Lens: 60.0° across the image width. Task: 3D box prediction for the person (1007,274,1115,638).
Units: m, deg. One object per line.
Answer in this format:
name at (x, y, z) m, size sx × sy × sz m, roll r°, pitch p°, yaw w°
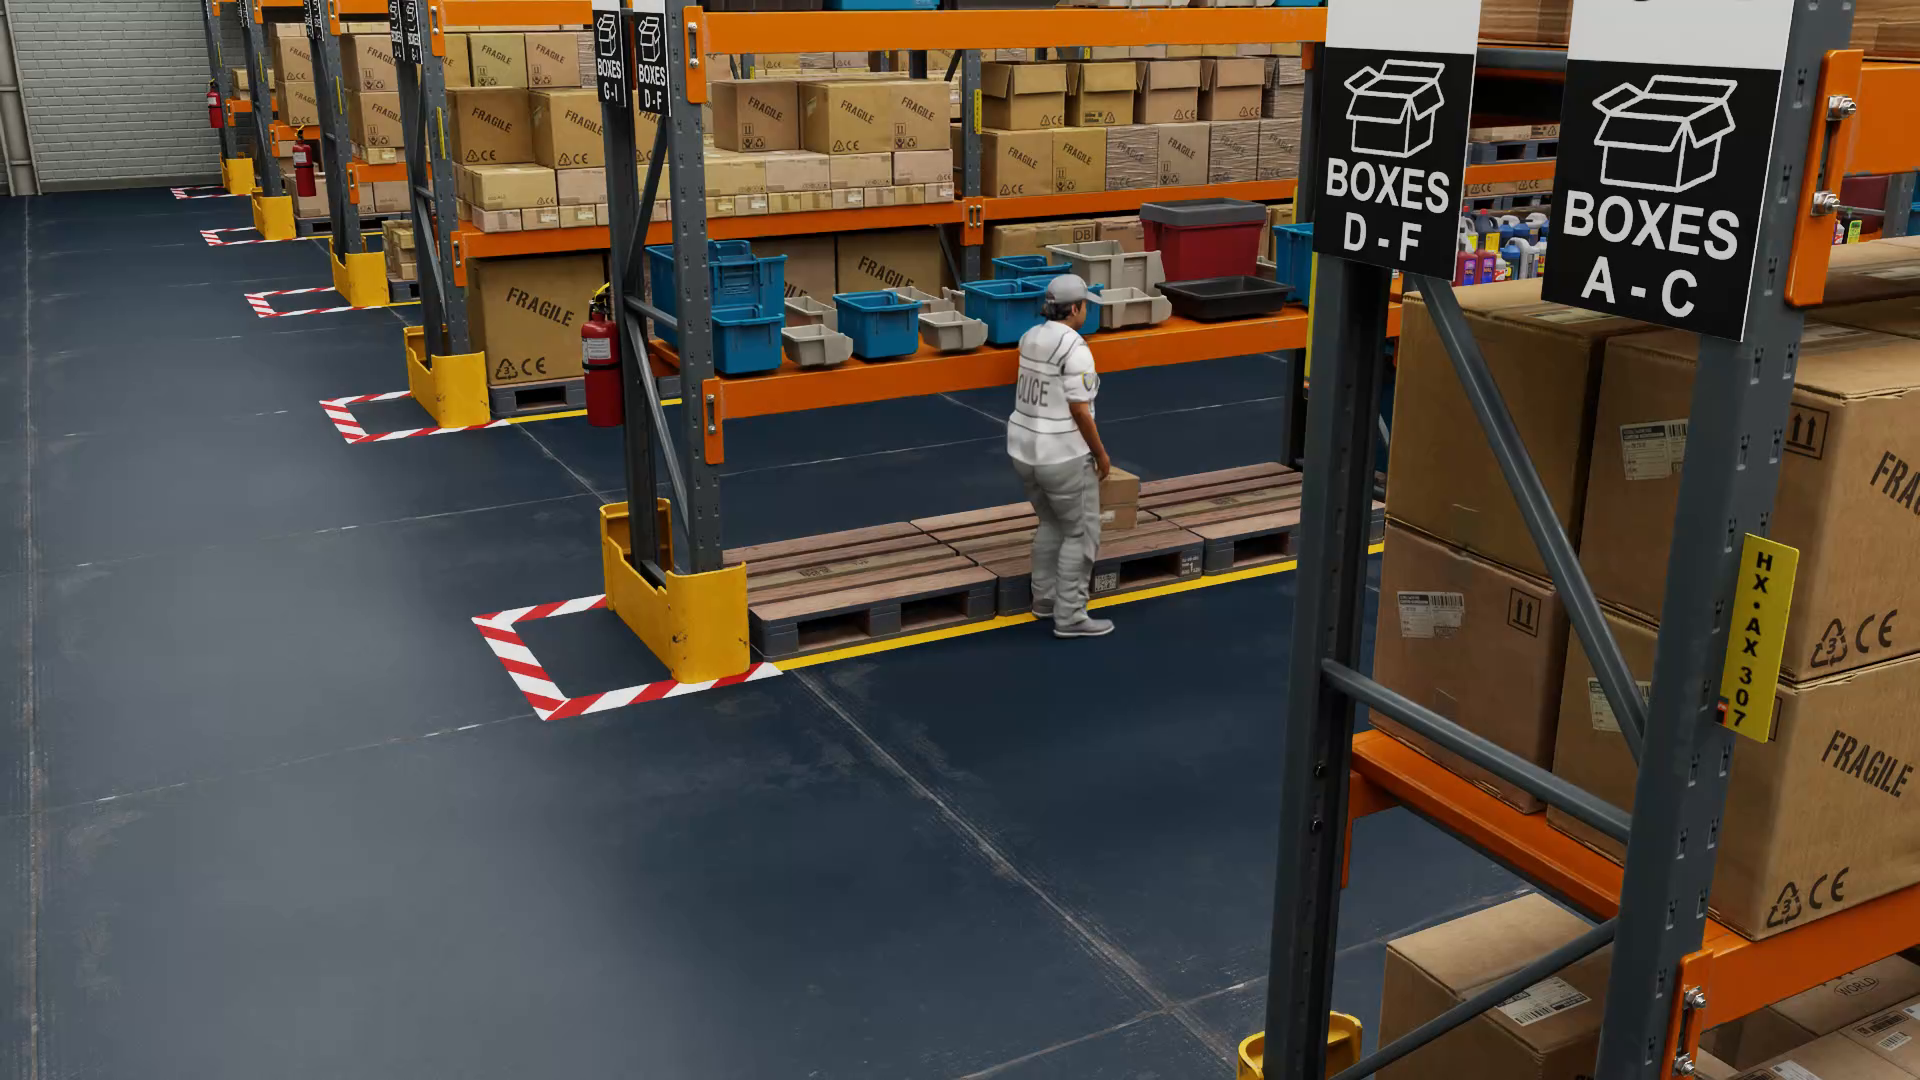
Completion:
person at (0.473, -0.393, 7.711) m, size 0.451 × 1.671 × 0.521 m, roll -11°, pitch 21°, yaw -29°
